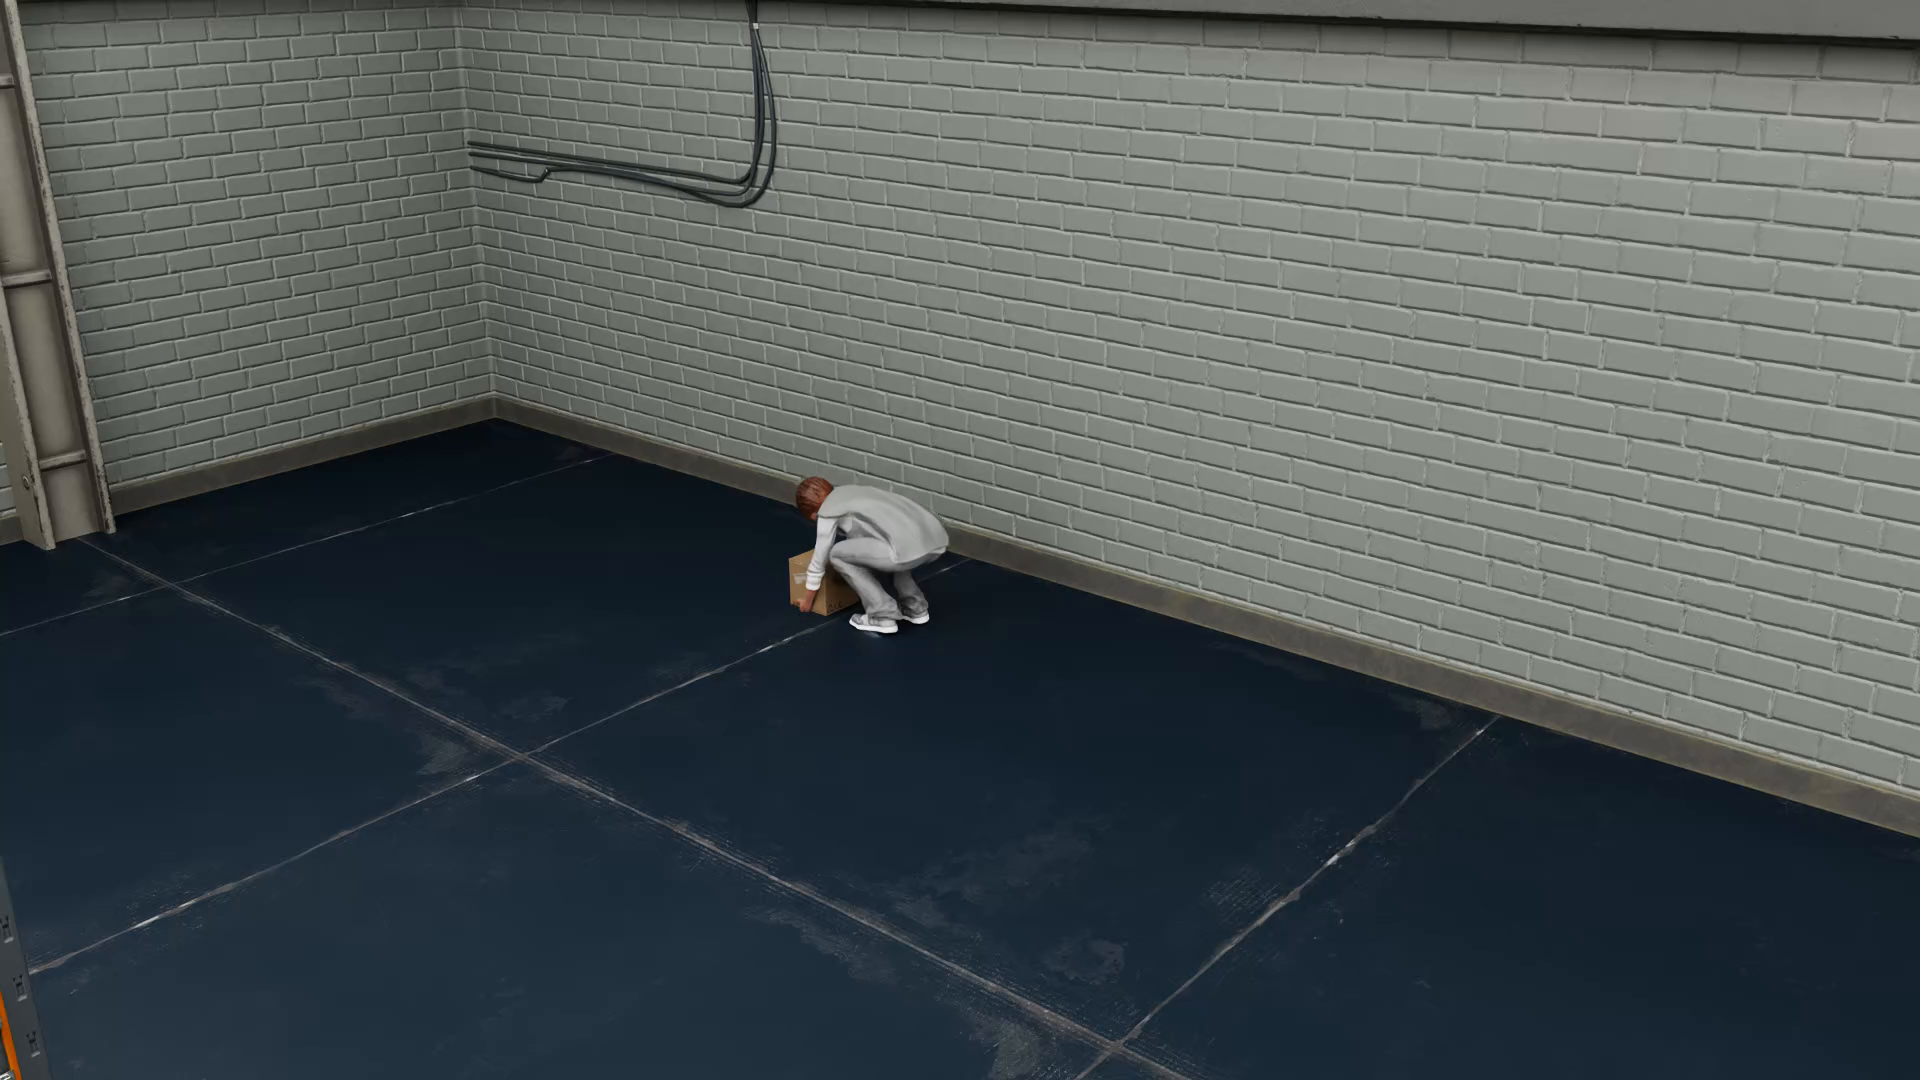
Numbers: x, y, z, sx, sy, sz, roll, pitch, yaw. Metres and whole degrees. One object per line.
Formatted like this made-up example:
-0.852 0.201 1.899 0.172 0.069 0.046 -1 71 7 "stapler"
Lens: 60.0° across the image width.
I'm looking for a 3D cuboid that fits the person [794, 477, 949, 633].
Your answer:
-0.448 0.078 8.205 0.862 0.702 0.419 15 25 35 "person"
